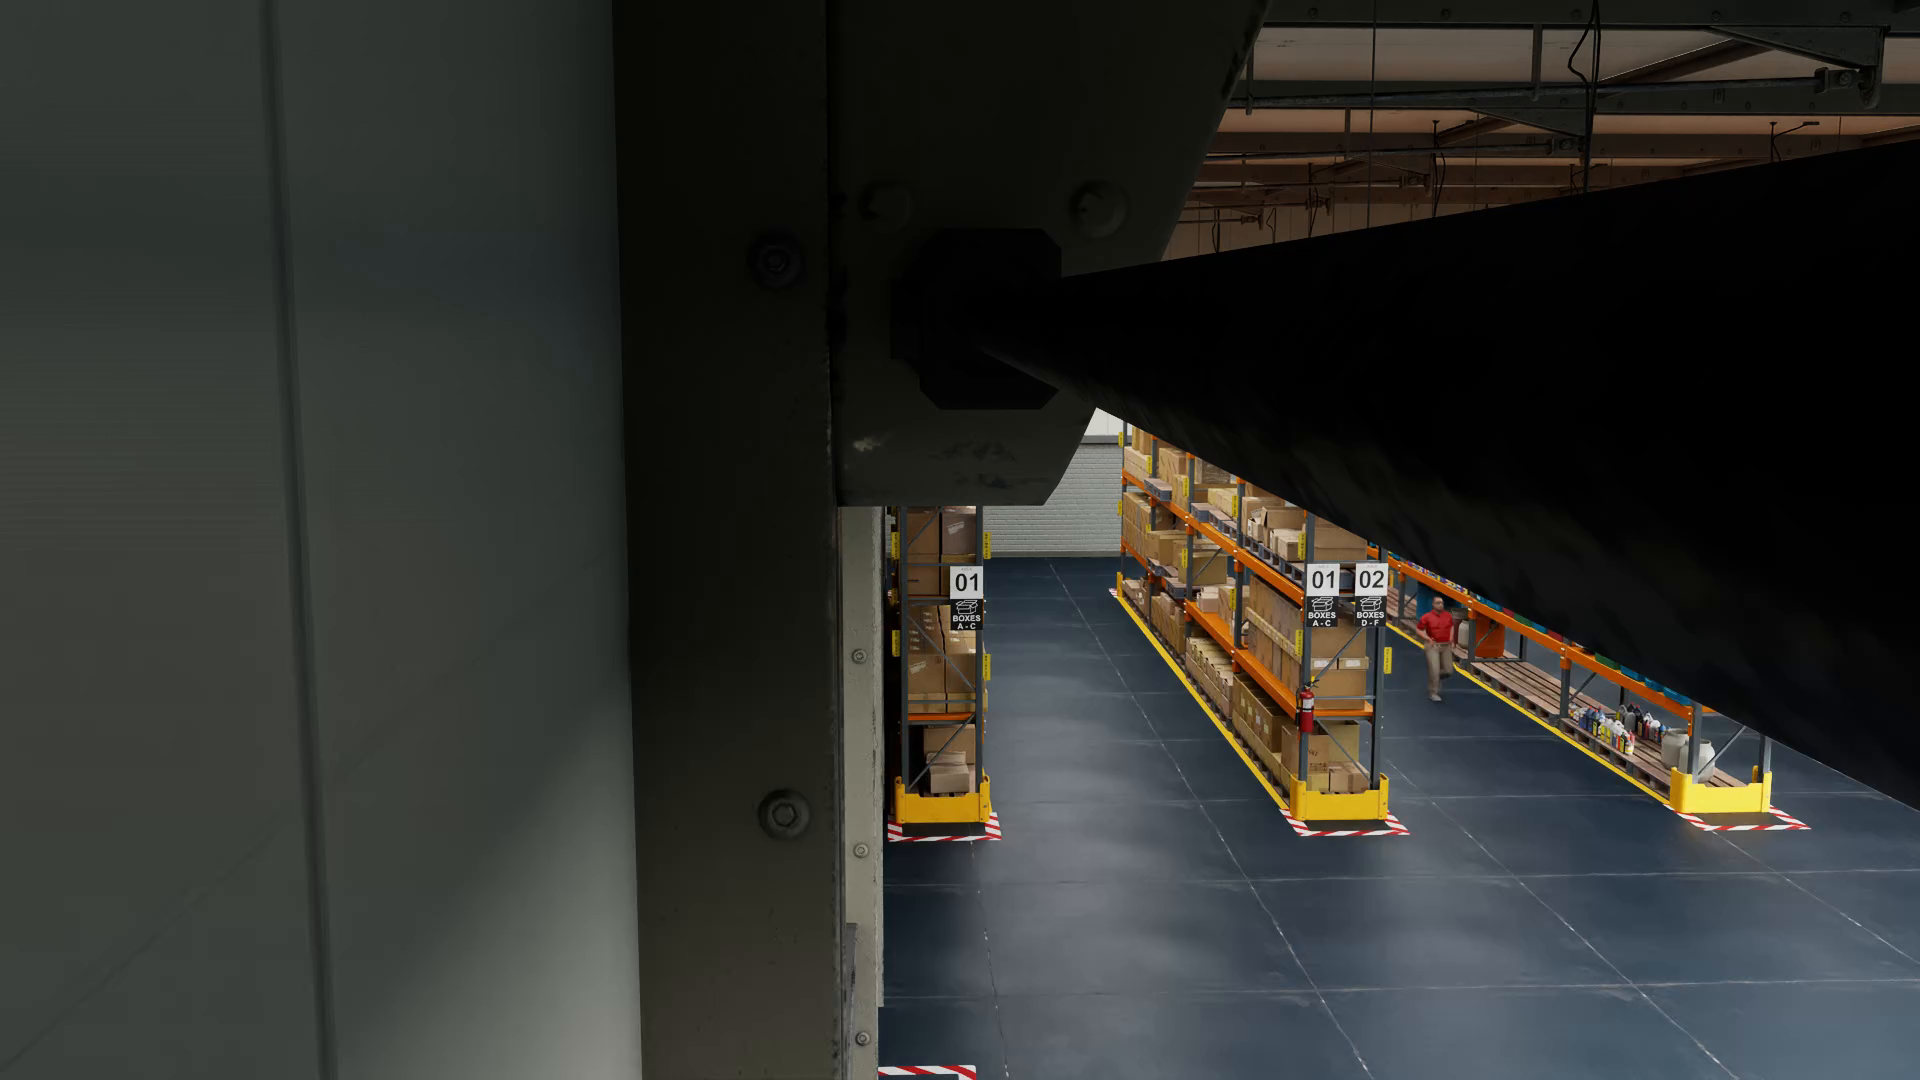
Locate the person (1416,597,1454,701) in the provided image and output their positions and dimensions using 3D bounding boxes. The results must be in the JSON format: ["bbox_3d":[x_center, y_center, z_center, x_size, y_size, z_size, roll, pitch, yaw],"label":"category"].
[{"bbox_3d":[7.688,1.752,26.771,0.659,1.661,0.600,-1,8,-9],"label":"person"}]
